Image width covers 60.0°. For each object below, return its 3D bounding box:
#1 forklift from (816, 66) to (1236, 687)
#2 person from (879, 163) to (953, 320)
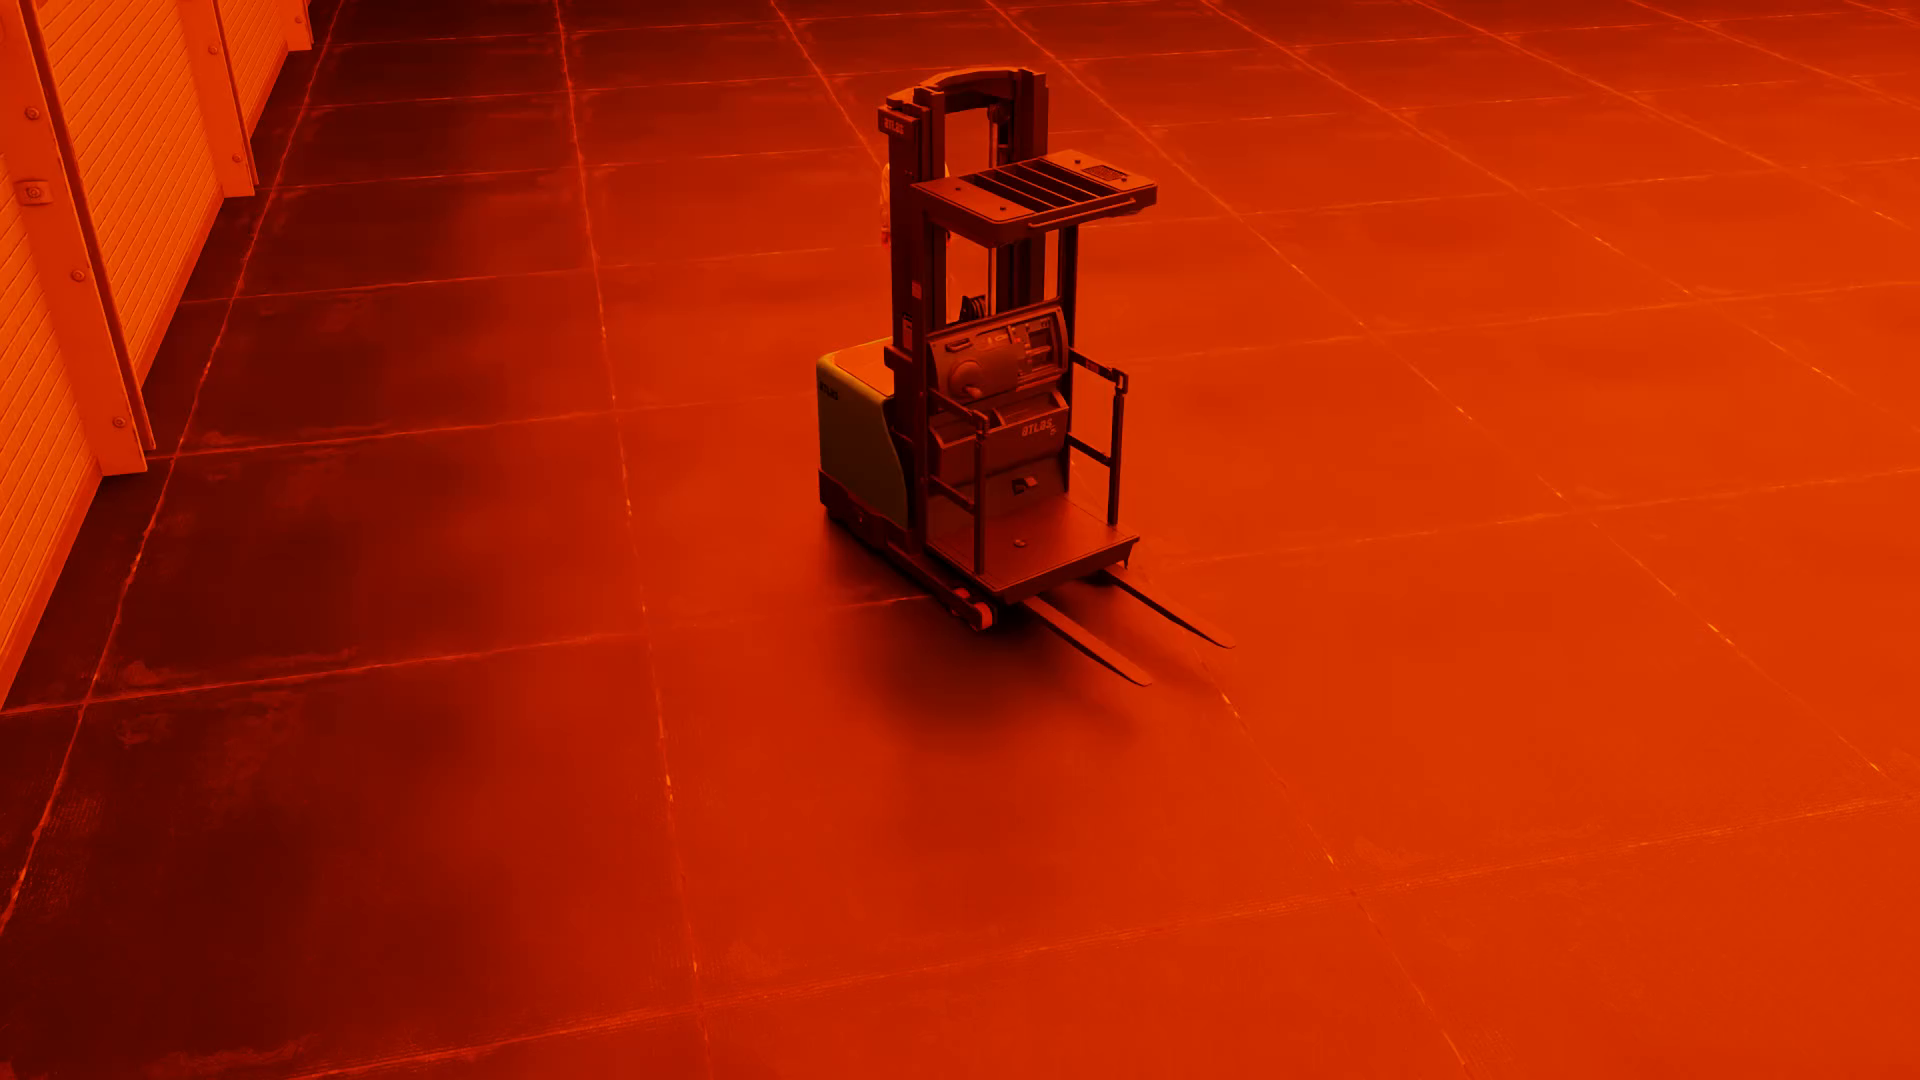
[{"bbox_3d":[0.355,-1.021,9.338,1.130,2.935,3.031,-20,35,-30],"label":"forklift"},{"bbox_3d":[-0.330,-2.398,12.877,0.590,1.770,0.465,-4,30,-7],"label":"person"}]
